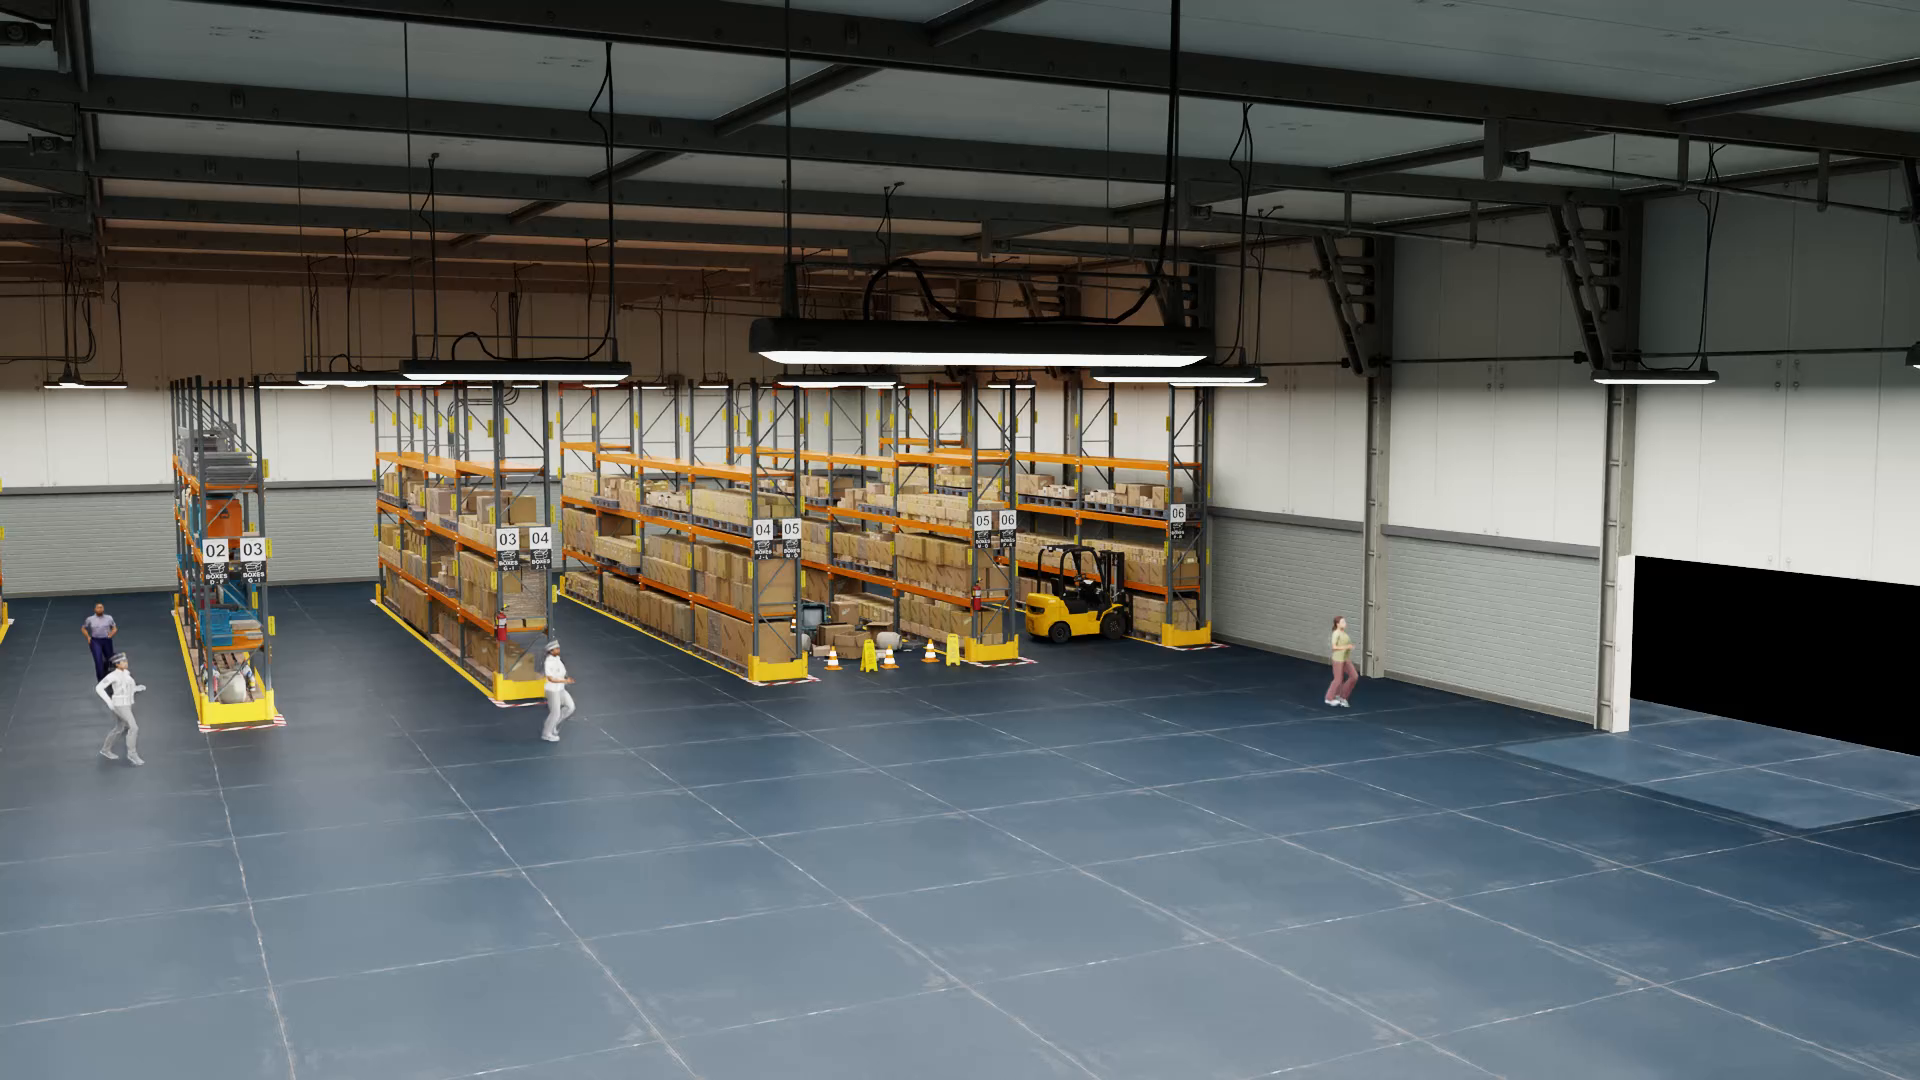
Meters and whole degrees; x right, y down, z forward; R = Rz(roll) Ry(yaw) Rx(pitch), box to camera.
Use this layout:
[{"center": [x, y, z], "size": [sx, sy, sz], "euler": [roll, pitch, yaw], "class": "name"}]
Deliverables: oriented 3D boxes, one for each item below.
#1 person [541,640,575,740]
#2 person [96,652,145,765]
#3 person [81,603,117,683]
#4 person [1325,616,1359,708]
[{"center": [-6.605, 2.461, 27.318], "size": [0.587, 1.662, 0.530], "euler": [1, 5, 7], "class": "person"}, {"center": [-12.935, 2.600, 25.631], "size": [0.764, 1.753, 0.584], "euler": [0, 5, -3], "class": "person"}, {"center": [-16.849, 2.028, 32.582], "size": [0.615, 1.602, 0.727], "euler": [-4, 6, -37], "class": "person"}, {"center": [6.927, 2.216, 30.166], "size": [0.633, 1.689, 0.560], "euler": [5, 7, 43], "class": "person"}]
